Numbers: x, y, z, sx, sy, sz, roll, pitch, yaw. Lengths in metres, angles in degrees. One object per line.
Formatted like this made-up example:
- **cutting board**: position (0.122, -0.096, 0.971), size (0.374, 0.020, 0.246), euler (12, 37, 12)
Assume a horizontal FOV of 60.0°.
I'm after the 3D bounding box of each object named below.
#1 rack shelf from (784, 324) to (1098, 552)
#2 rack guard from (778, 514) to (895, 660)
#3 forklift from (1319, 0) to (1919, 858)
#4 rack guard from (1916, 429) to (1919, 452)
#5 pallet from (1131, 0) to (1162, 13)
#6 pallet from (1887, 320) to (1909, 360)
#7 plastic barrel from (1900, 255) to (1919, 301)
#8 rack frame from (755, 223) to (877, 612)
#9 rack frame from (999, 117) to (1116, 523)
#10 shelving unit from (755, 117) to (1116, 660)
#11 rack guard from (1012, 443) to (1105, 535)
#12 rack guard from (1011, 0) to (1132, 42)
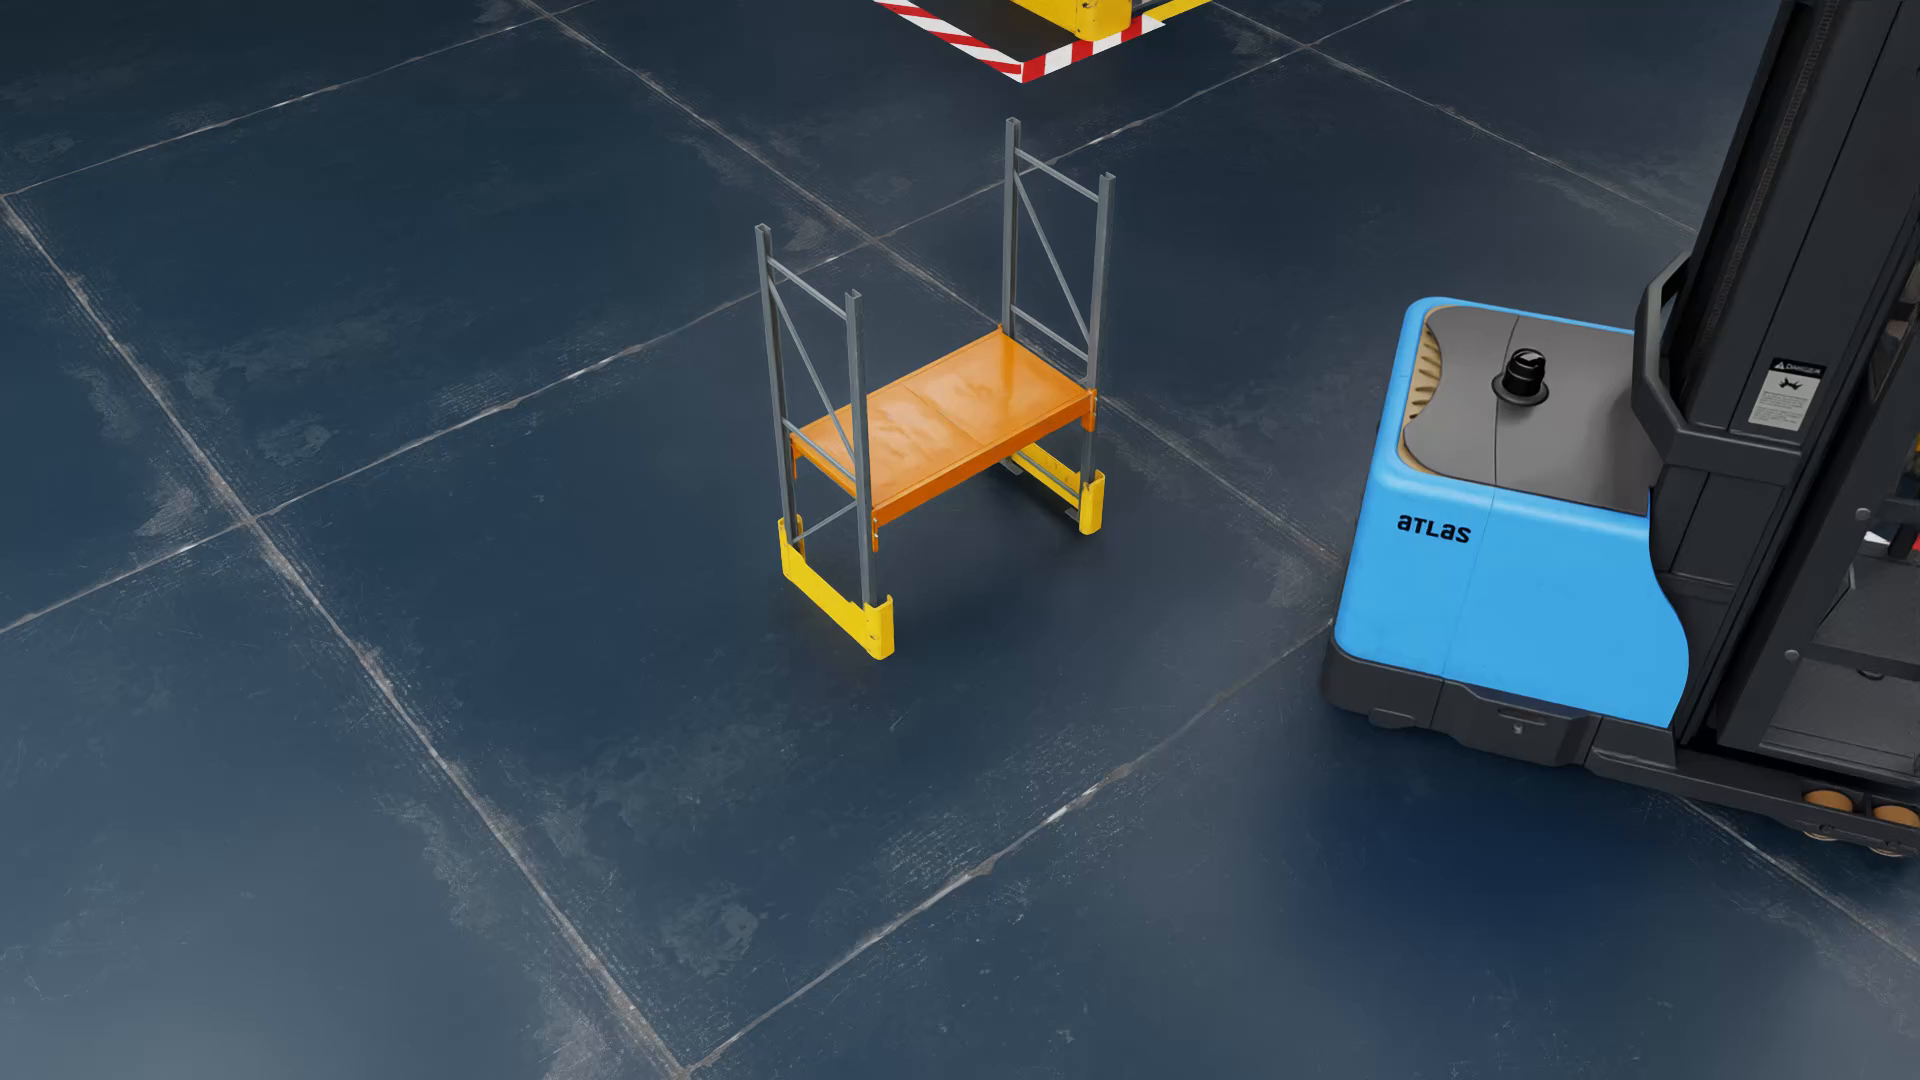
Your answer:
- **rack shelf**: position (-0.065, -0.378, 5.820), size (1.000, 0.185, 0.538), euler (-30, 51, -28)
- **rack guard**: position (-0.440, 0.161, 5.896), size (0.087, 0.250, 0.587), euler (-30, 51, -28)
- **forklift**: position (2.789, -0.491, 4.632), size (3.031, 2.935, 1.130), euler (13, 45, 13)
- **rack guard**: position (3.697, -0.764, 6.698), size (0.348, 0.500, 1.175), euler (-30, 51, -28)
- **pallet**: position (1.054, -3.561, 9.888), size (1.213, 0.211, 1.003), euler (-30, 51, -28)
- **pallet**: position (4.324, -1.013, 7.174), size (1.213, 0.211, 1.003), euler (-30, 51, -28)
- **plastic barrel**: position (4.125, -1.193, 6.839), size (0.421, 0.512, 0.421), euler (0, 43, 0)
- **rack frame**: position (-0.455, -0.286, 5.459), size (0.032, 1.500, 0.500), euler (-30, 51, -28)
- **rack frame**: position (0.324, -0.733, 5.934), size (0.032, 1.500, 0.500), euler (-30, 51, -28)
- **shelving unit**: position (-0.058, -0.513, 5.701), size (1.083, 1.500, 0.587), euler (-30, 51, -28)
- **rack guard**: position (0.324, -0.276, 6.362), size (0.087, 0.250, 0.587), euler (-30, 51, -28)
- **rack guard**: position (0.476, -3.298, 9.397), size (0.348, 0.500, 1.175), euler (-30, 51, -28)
